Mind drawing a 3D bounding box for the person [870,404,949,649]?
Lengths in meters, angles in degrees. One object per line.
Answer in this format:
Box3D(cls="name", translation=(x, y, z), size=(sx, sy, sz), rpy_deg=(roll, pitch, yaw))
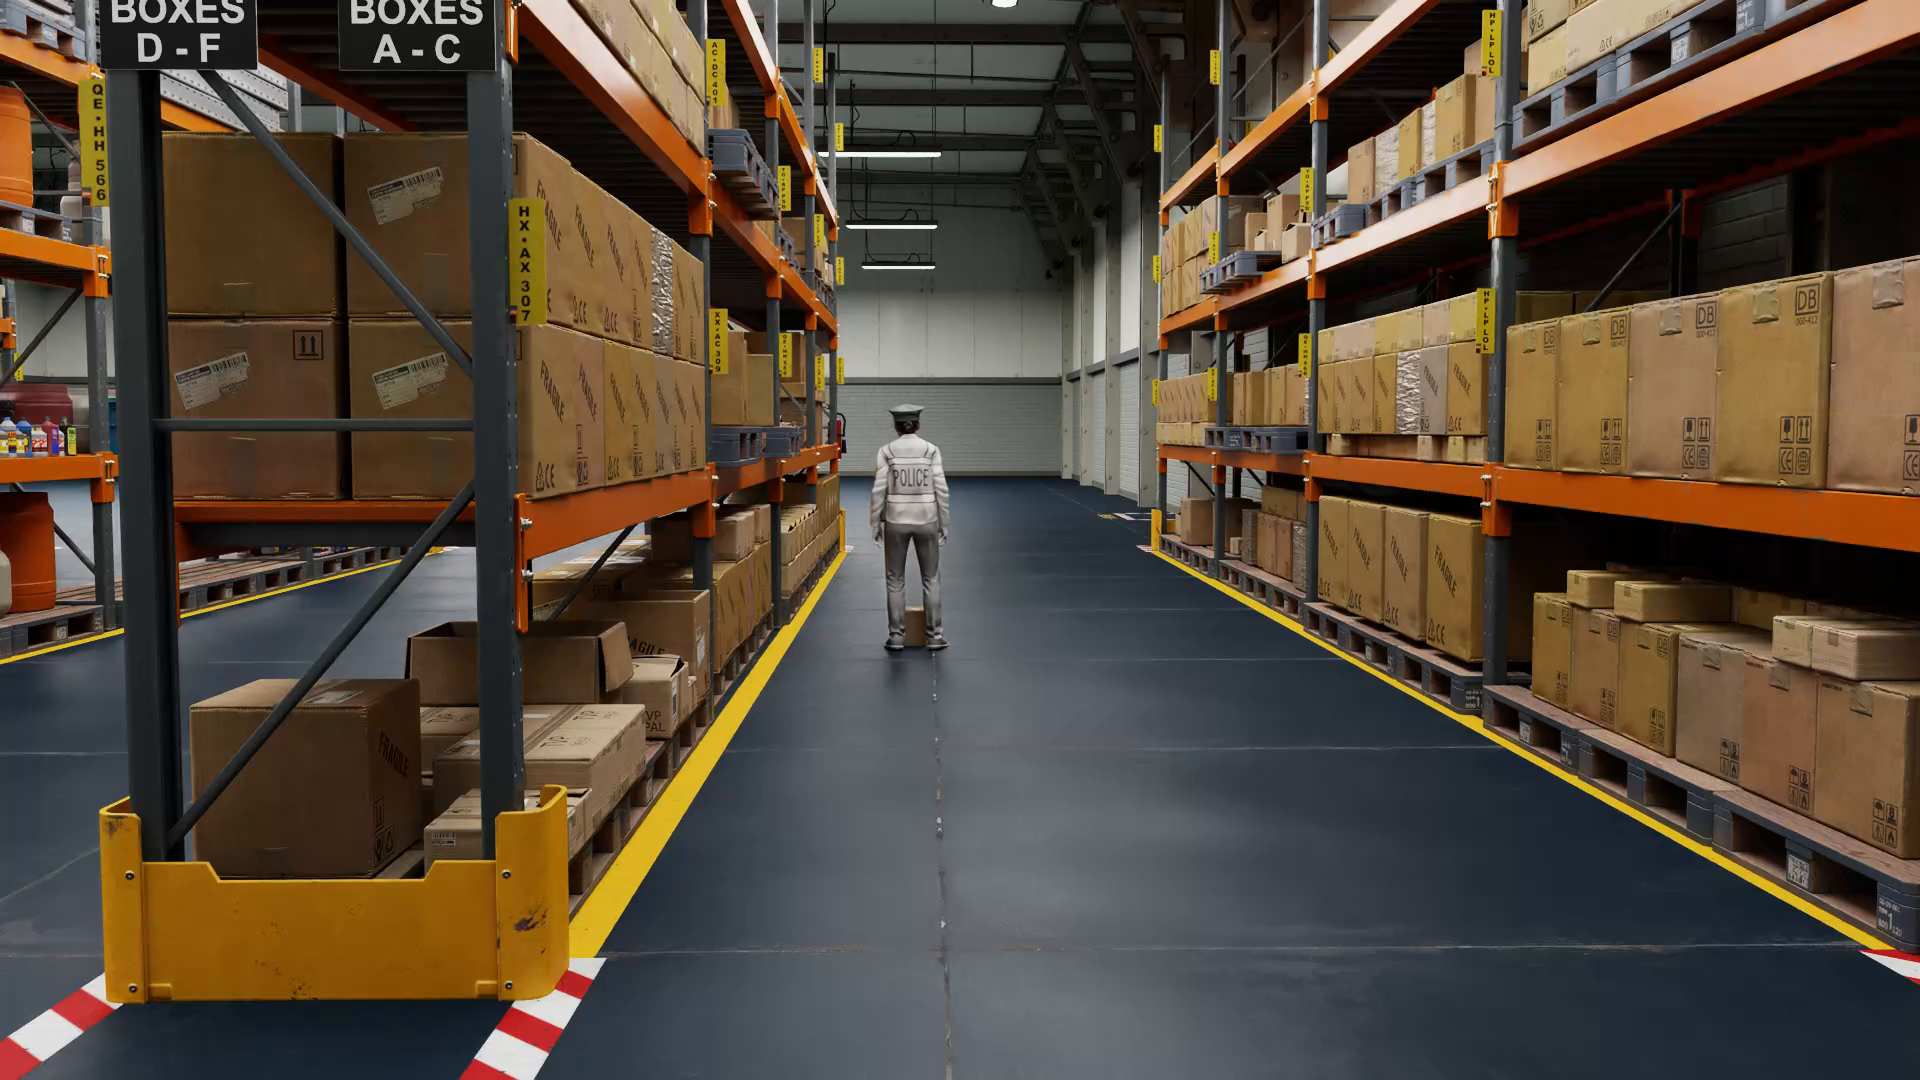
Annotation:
Box3D(cls="person", translation=(-0.340, -0.089, 11.273), size=(0.540, 1.666, 0.372), rpy_deg=(0, 4, -5))
